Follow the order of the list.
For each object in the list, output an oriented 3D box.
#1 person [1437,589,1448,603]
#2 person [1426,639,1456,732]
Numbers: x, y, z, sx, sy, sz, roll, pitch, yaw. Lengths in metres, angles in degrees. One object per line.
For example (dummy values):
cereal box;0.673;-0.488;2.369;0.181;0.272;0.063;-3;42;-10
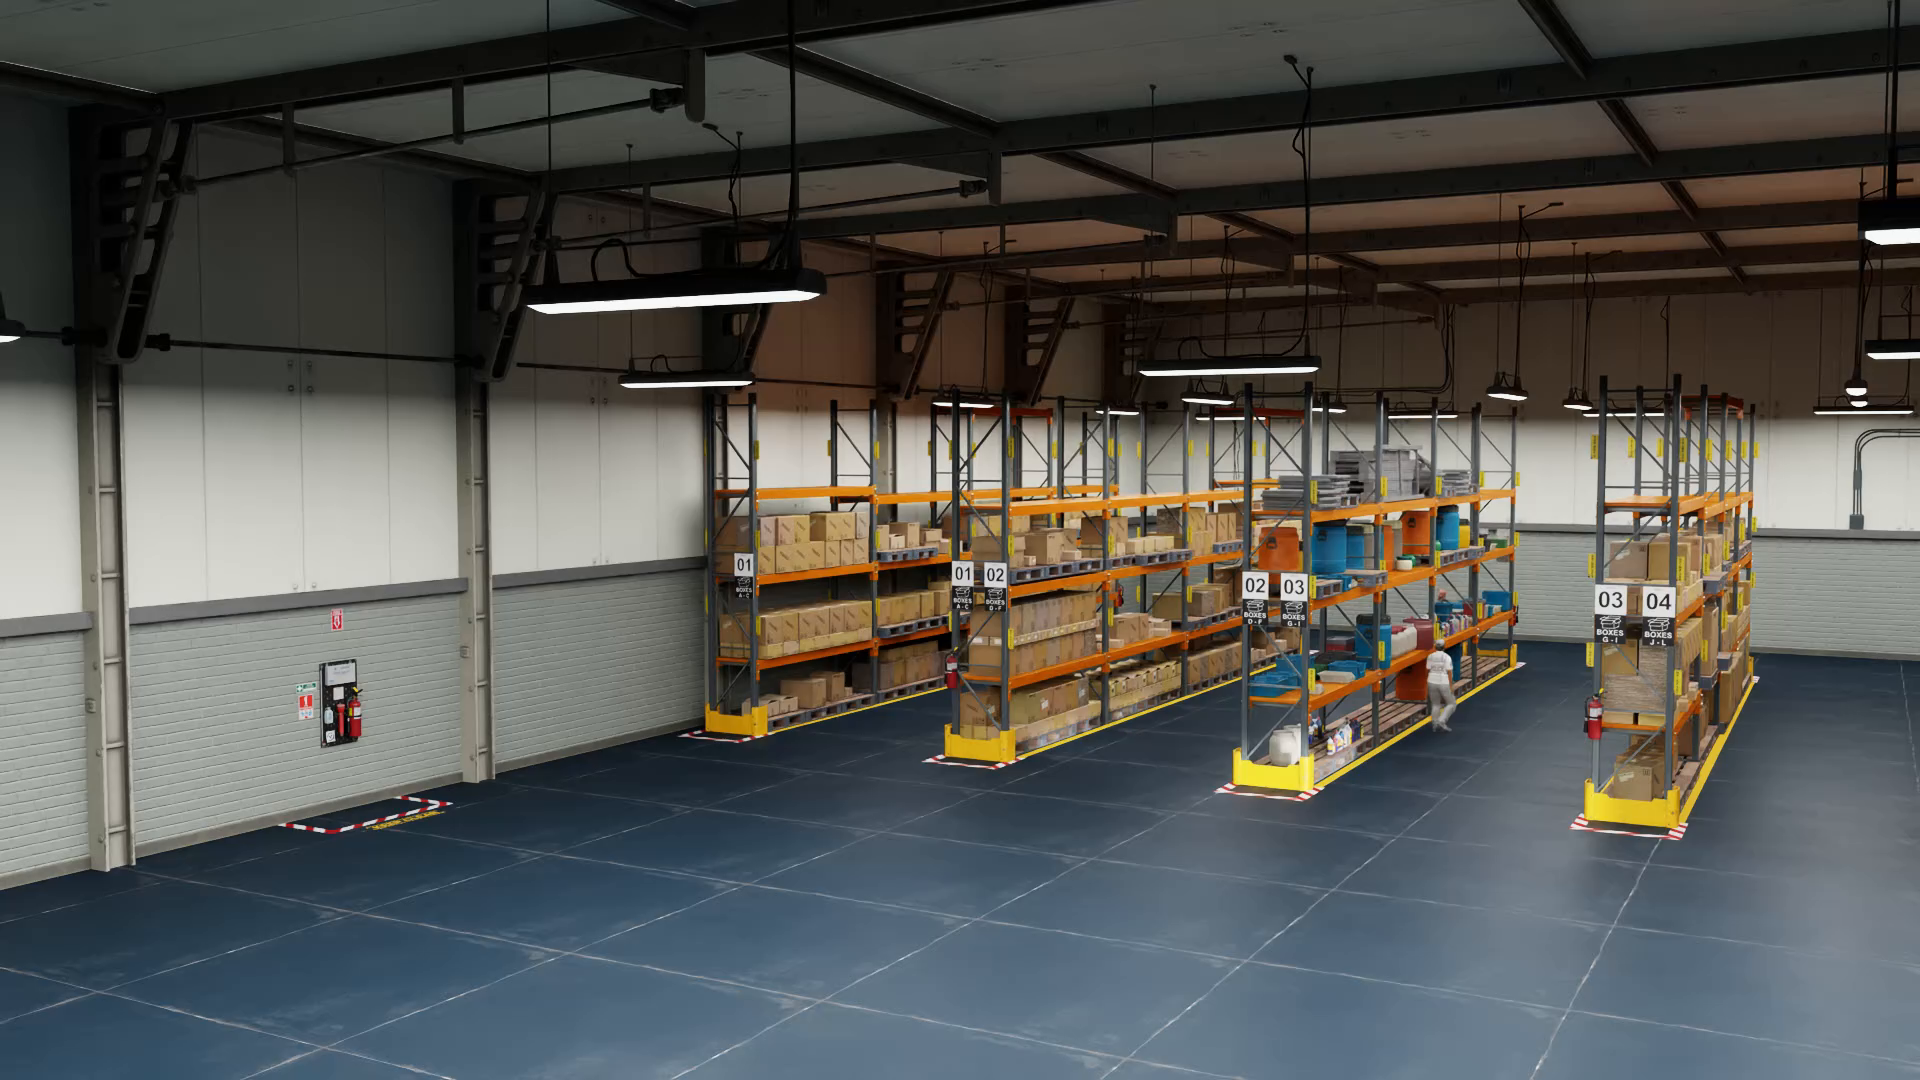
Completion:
person;11.623;2.004;39.987;0.874;1.677;0.546;0;3;9
person;8.494;2.586;29.439;0.544;1.662;0.505;3;4;41
